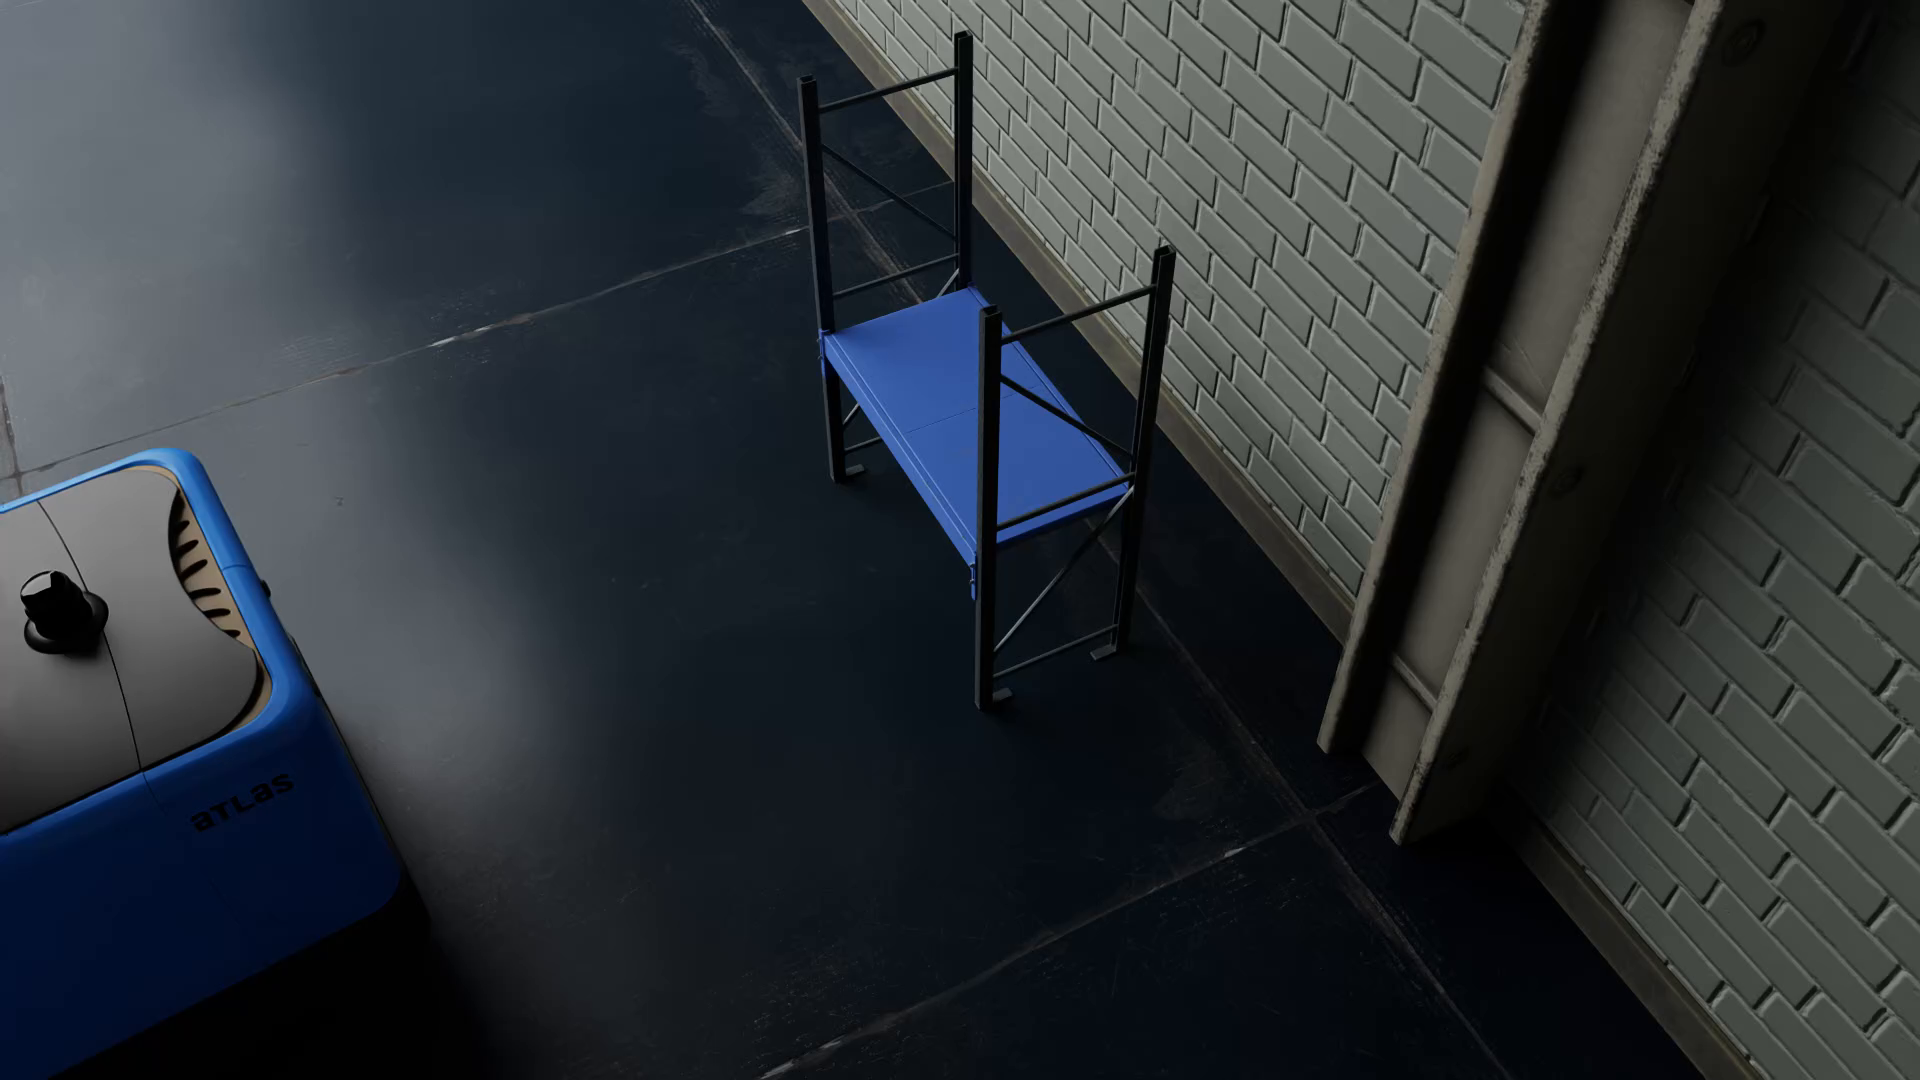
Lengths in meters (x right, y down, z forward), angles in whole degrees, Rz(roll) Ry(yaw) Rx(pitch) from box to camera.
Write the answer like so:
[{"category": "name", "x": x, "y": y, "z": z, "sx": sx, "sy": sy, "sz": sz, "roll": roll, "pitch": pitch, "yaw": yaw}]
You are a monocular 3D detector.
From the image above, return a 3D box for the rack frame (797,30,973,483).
[{"category": "rack frame", "x": -0.194, "y": -0.777, "z": 4.933, "sx": 0.500, "sy": 1.500, "sz": 0.032, "roll": -21, "pitch": 52, "yaw": -18}]

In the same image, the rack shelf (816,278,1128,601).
[{"category": "rack shelf", "x": 0.039, "y": -0.318, "z": 4.771, "sx": 0.538, "sy": 0.185, "sz": 1.000, "roll": -21, "pitch": 52, "yaw": -18}]

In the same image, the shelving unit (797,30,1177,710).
[{"category": "shelving unit", "x": 0.039, "y": -0.437, "z": 4.636, "sx": 0.538, "sy": 1.500, "sz": 1.048, "roll": -21, "pitch": 52, "yaw": -18}]

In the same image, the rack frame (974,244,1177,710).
[{"category": "rack frame", "x": 0.272, "y": -0.096, "z": 4.338, "sx": 0.500, "sy": 1.500, "sz": 0.032, "roll": -21, "pitch": 52, "yaw": -18}]

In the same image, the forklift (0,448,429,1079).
[{"category": "forklift", "x": -2.881, "y": 0.401, "z": 2.952, "sx": 3.031, "sy": 2.935, "sz": 1.130, "roll": -26, "pitch": 54, "yaw": -21}]
